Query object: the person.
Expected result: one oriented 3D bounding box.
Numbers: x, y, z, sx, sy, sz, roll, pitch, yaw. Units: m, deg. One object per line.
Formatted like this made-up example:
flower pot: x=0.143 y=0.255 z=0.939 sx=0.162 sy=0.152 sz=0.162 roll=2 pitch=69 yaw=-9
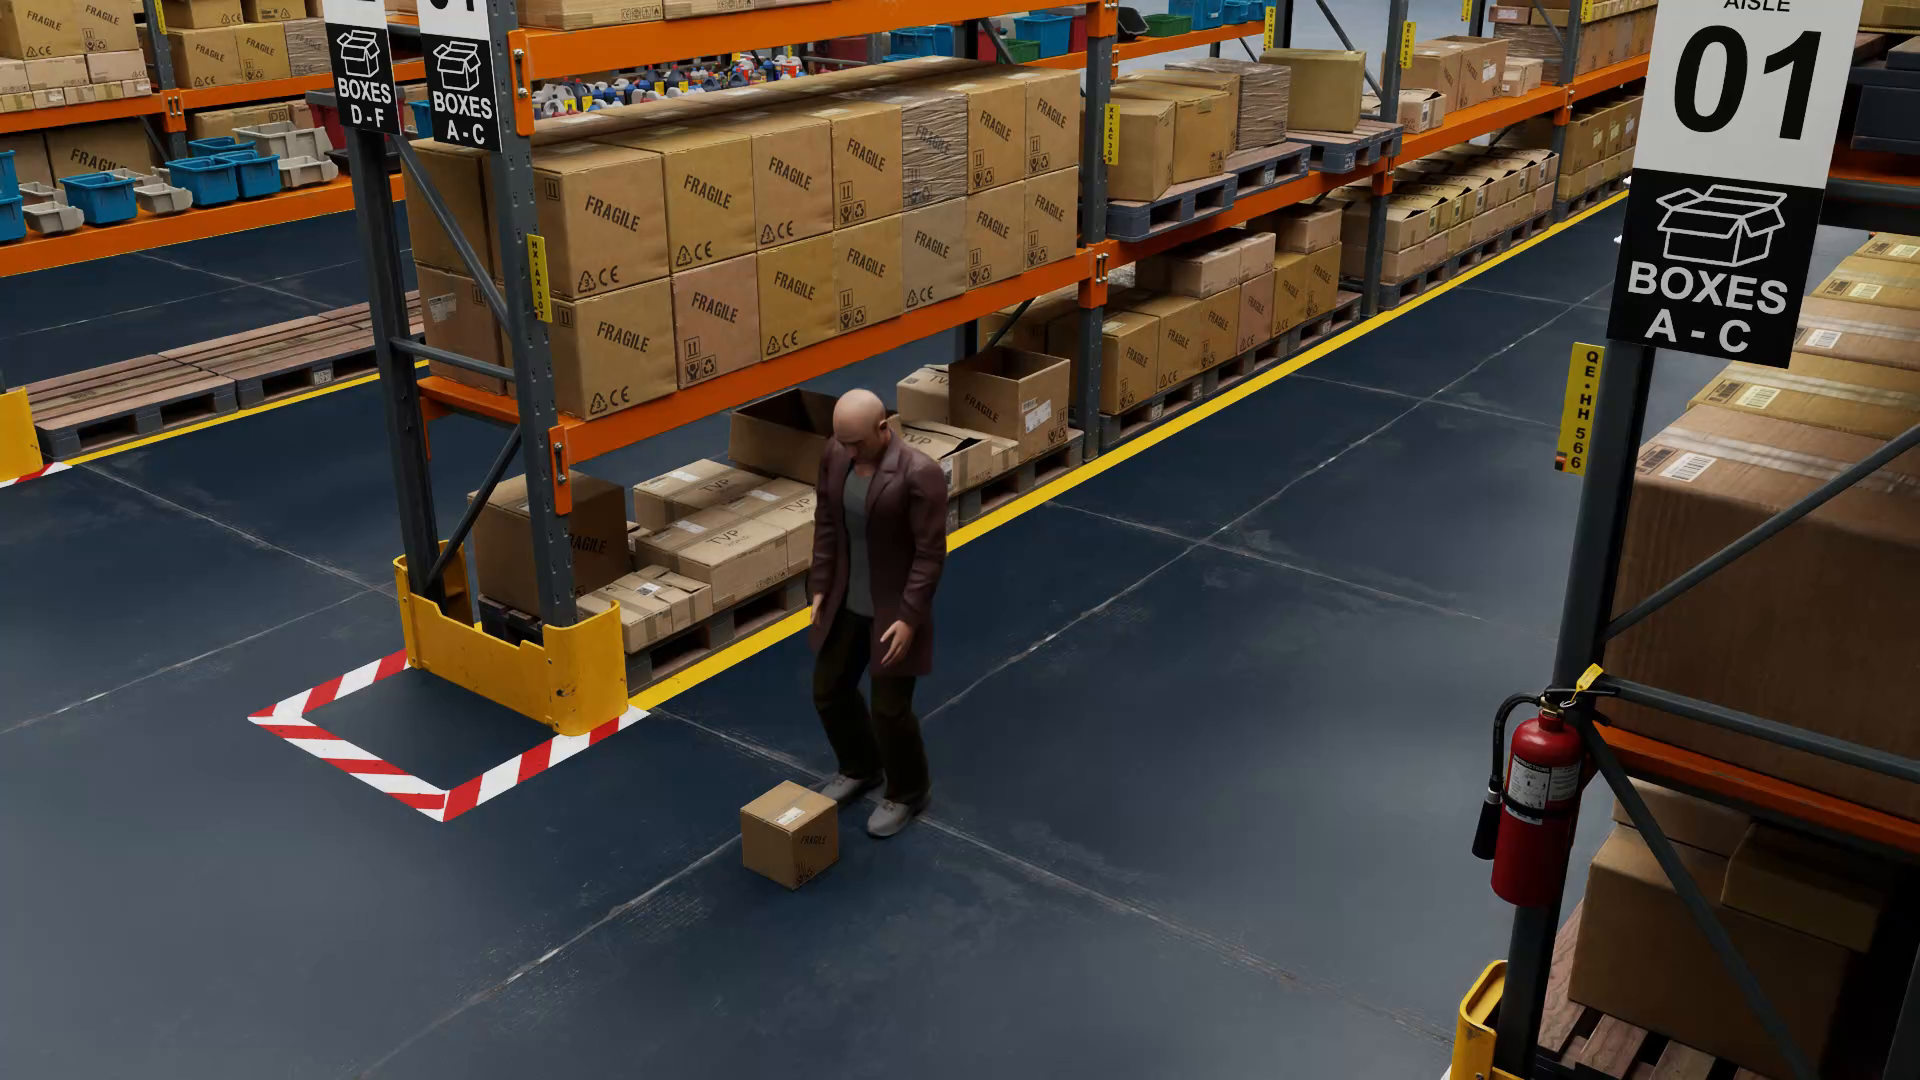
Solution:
person: x=-0.303 y=0.330 z=6.150 sx=0.591 sy=1.551 sz=0.432 roll=17 pitch=29 yaw=35
